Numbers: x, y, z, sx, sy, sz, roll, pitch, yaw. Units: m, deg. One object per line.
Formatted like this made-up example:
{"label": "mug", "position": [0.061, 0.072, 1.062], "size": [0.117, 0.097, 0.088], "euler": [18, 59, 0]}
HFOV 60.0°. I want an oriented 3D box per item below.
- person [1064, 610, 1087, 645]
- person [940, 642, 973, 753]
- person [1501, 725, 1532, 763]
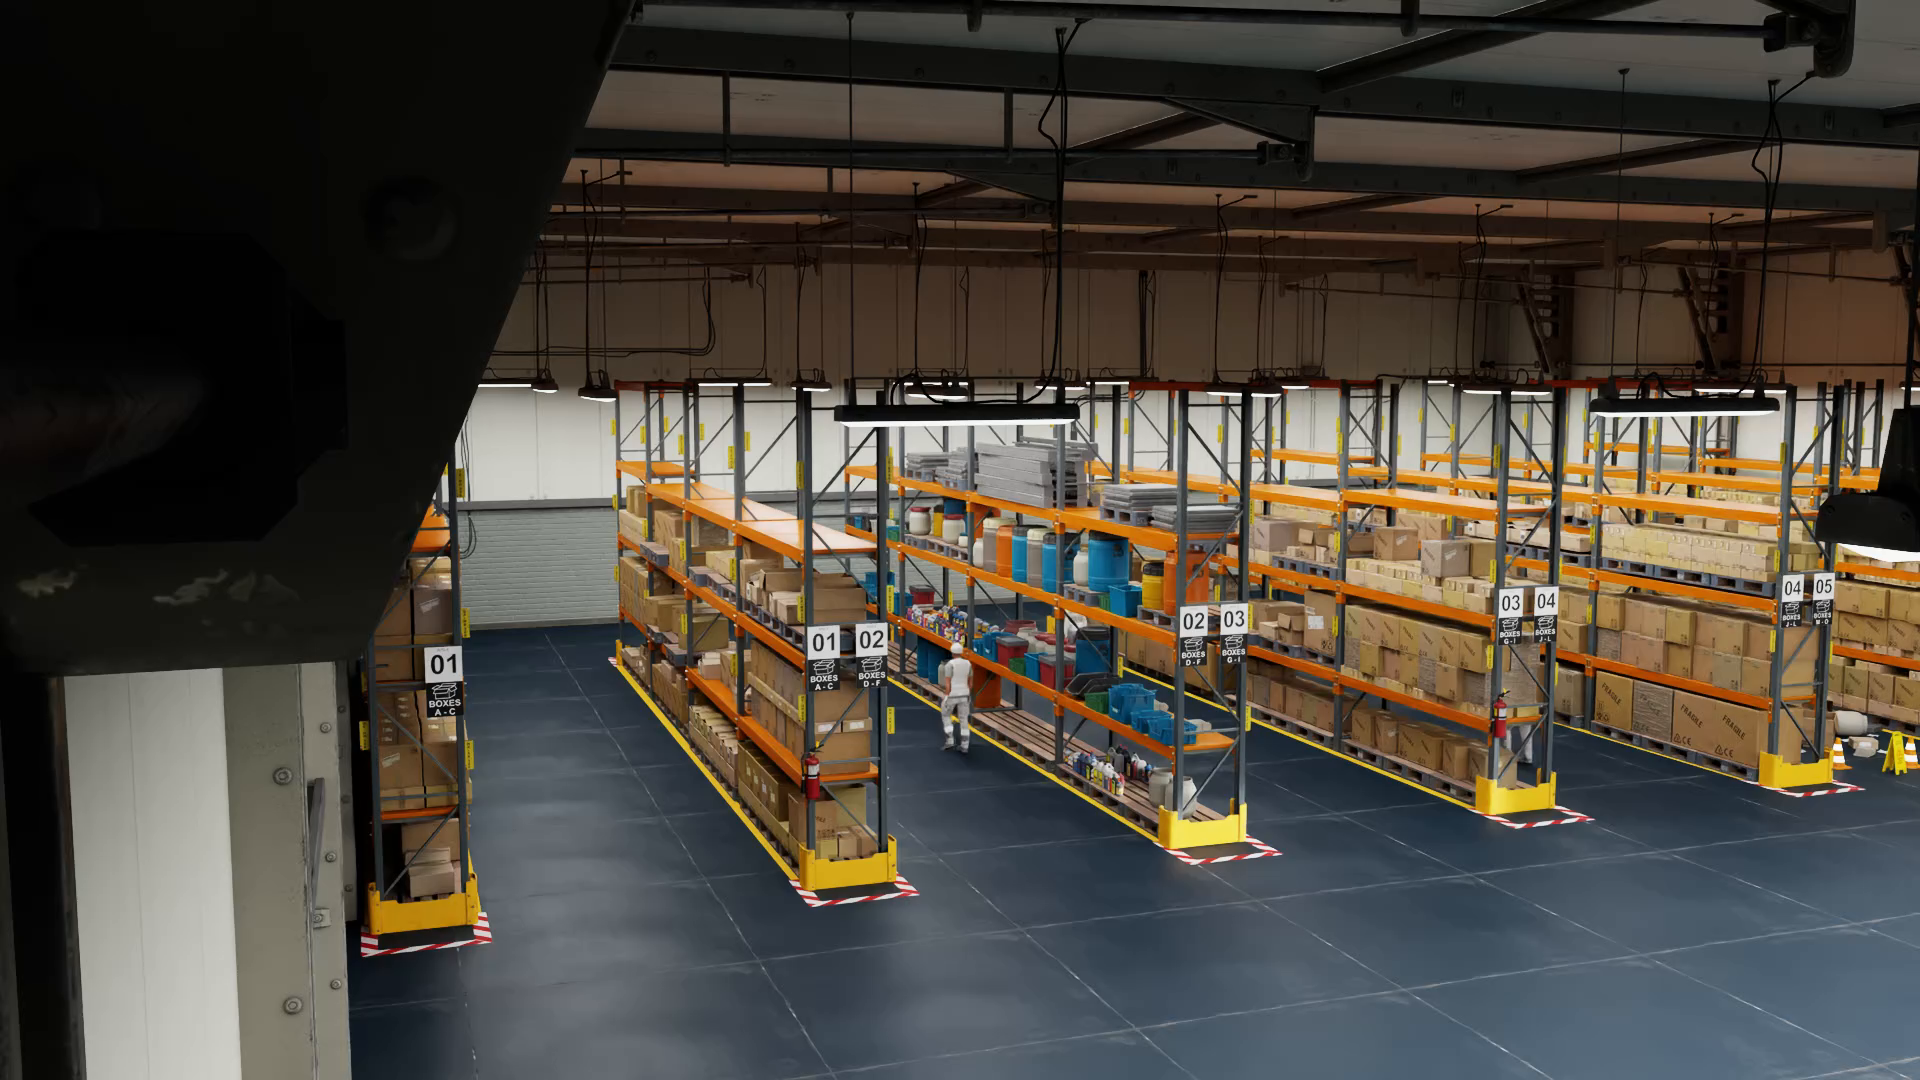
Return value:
{"label": "person", "position": [2.377, 1.908, 34.052], "size": [0.512, 1.674, 0.516], "euler": [-2, 6, -19]}
{"label": "person", "position": [-0.029, 2.582, 27.179], "size": [0.586, 1.808, 0.542], "euler": [-3, 7, -29]}
{"label": "person", "position": [8.899, 2.741, 26.489], "size": [0.507, 1.711, 0.606], "euler": [-3, 7, -23]}
